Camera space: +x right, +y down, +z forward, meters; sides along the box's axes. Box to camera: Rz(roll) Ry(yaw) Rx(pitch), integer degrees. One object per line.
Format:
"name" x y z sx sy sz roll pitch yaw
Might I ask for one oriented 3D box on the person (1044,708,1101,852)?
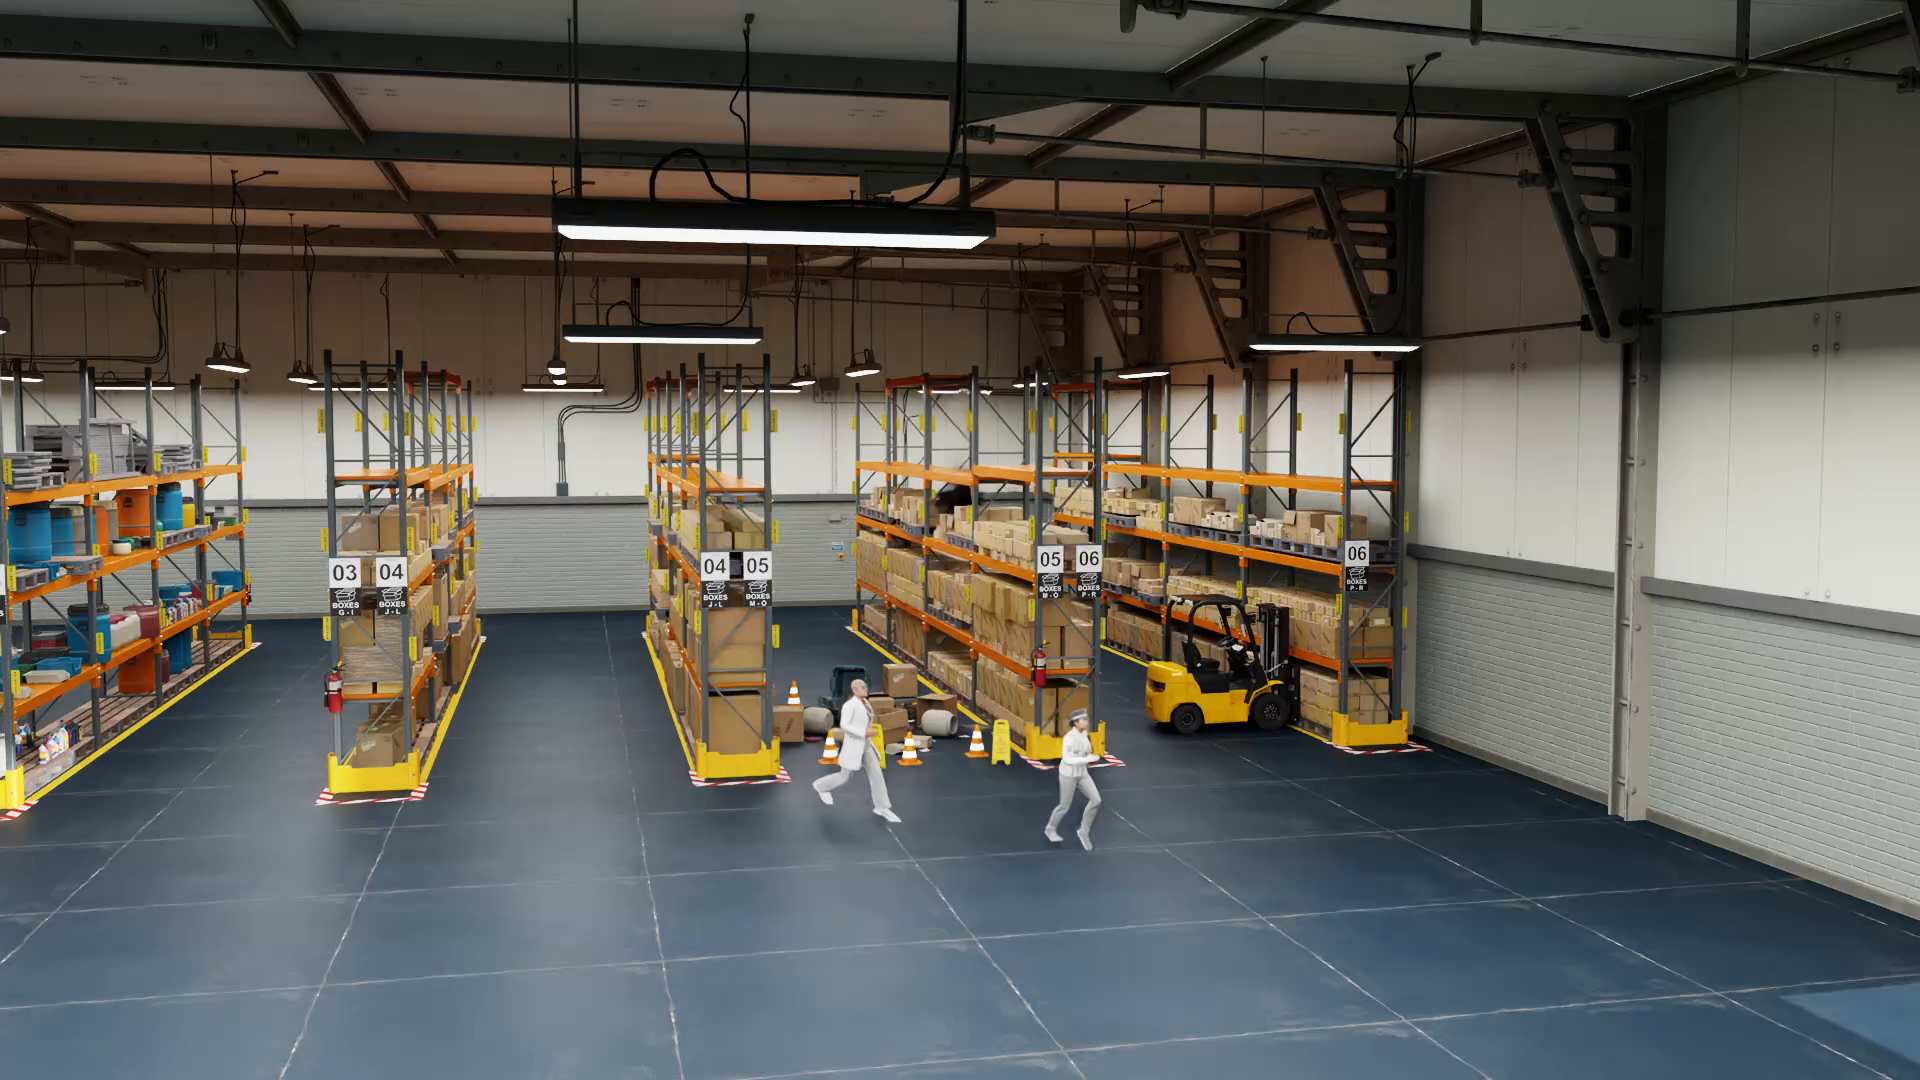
"person" 1.330 2.801 19.602 0.807 1.704 0.622 3 5 38

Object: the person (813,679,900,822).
"person" -1.341 2.658 21.111 1.223 1.792 0.673 2 5 31
